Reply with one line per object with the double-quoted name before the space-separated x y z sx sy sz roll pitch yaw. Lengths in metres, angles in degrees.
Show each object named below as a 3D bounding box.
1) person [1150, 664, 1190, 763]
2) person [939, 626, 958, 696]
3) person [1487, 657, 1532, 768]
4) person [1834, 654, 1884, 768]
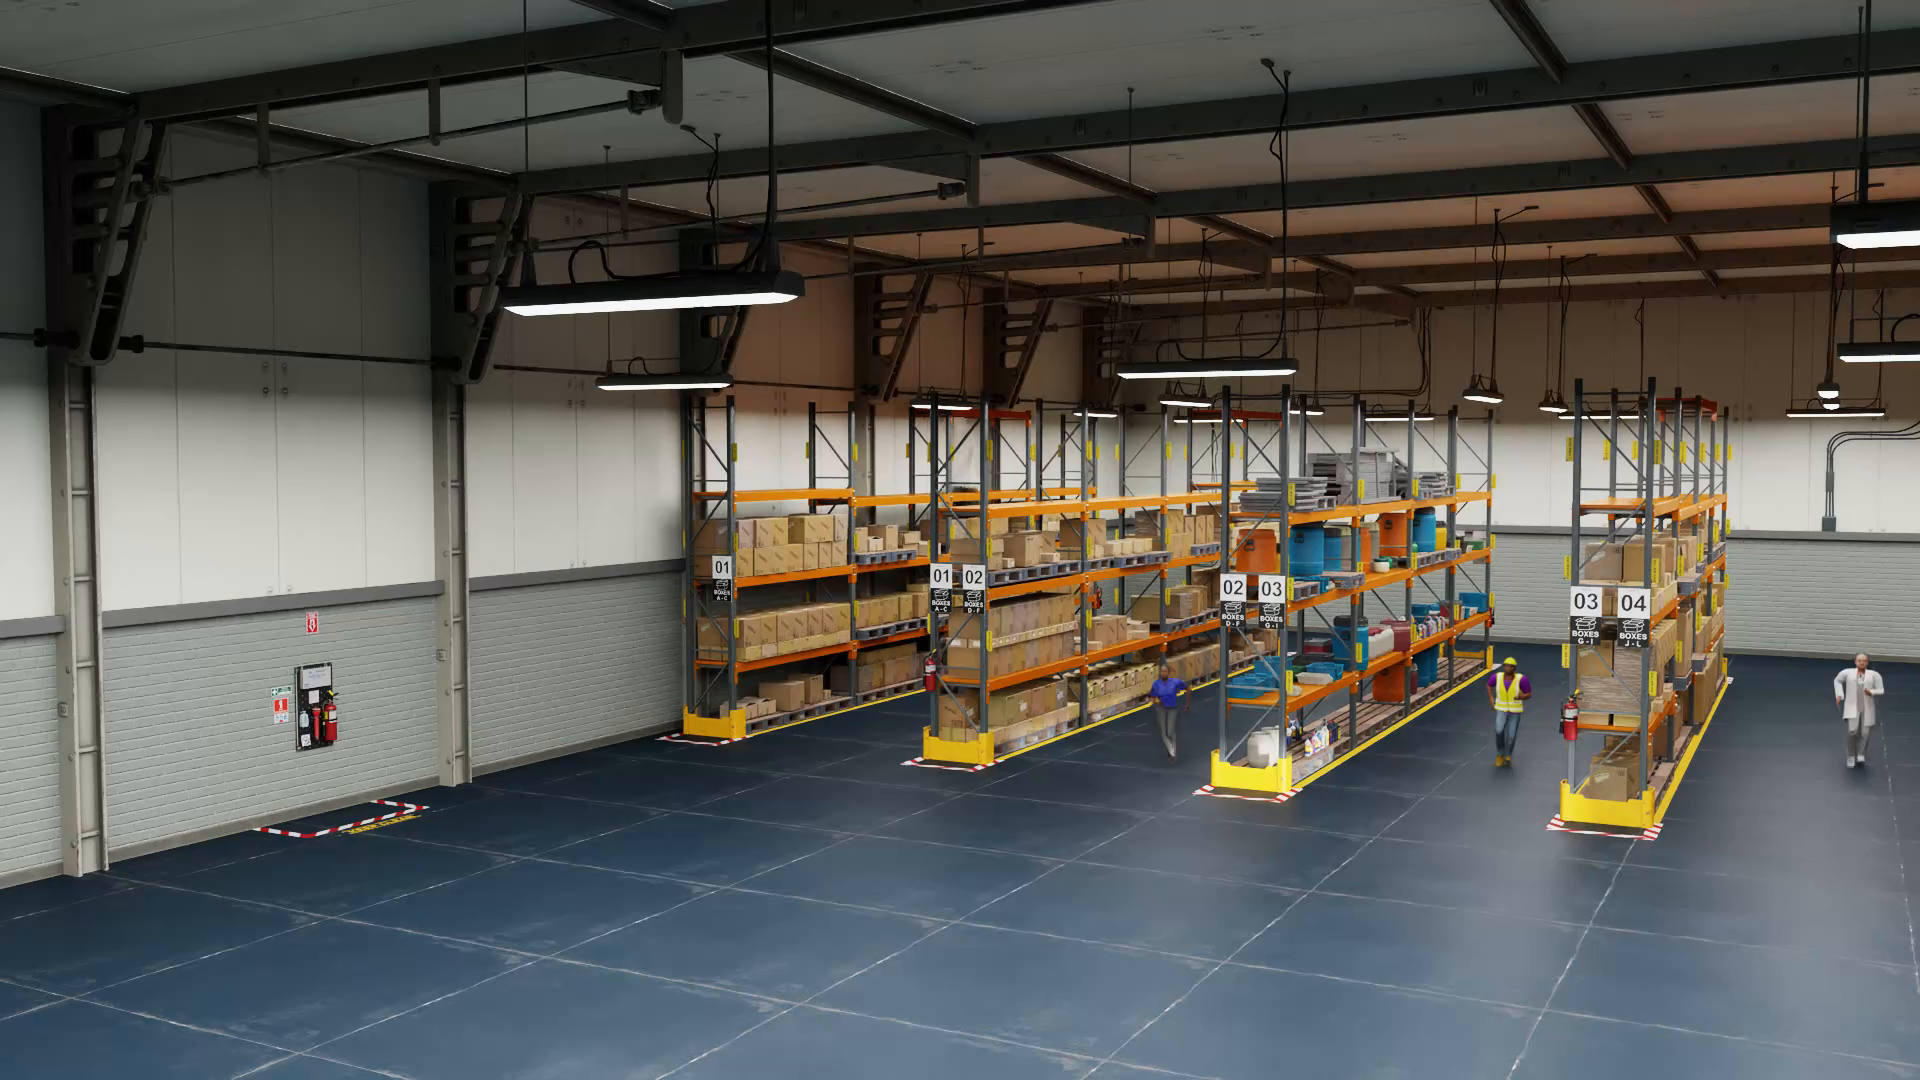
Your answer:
"person" 3.346 2.795 26.660 0.614 1.604 0.647 1 3 20
"person" -0.171 2.462 31.958 0.653 1.677 0.697 1 3 16
"person" 8.728 2.739 26.452 0.680 1.770 0.756 1 3 19
"person" 14.325 2.727 26.492 0.675 1.830 0.810 1 3 22
